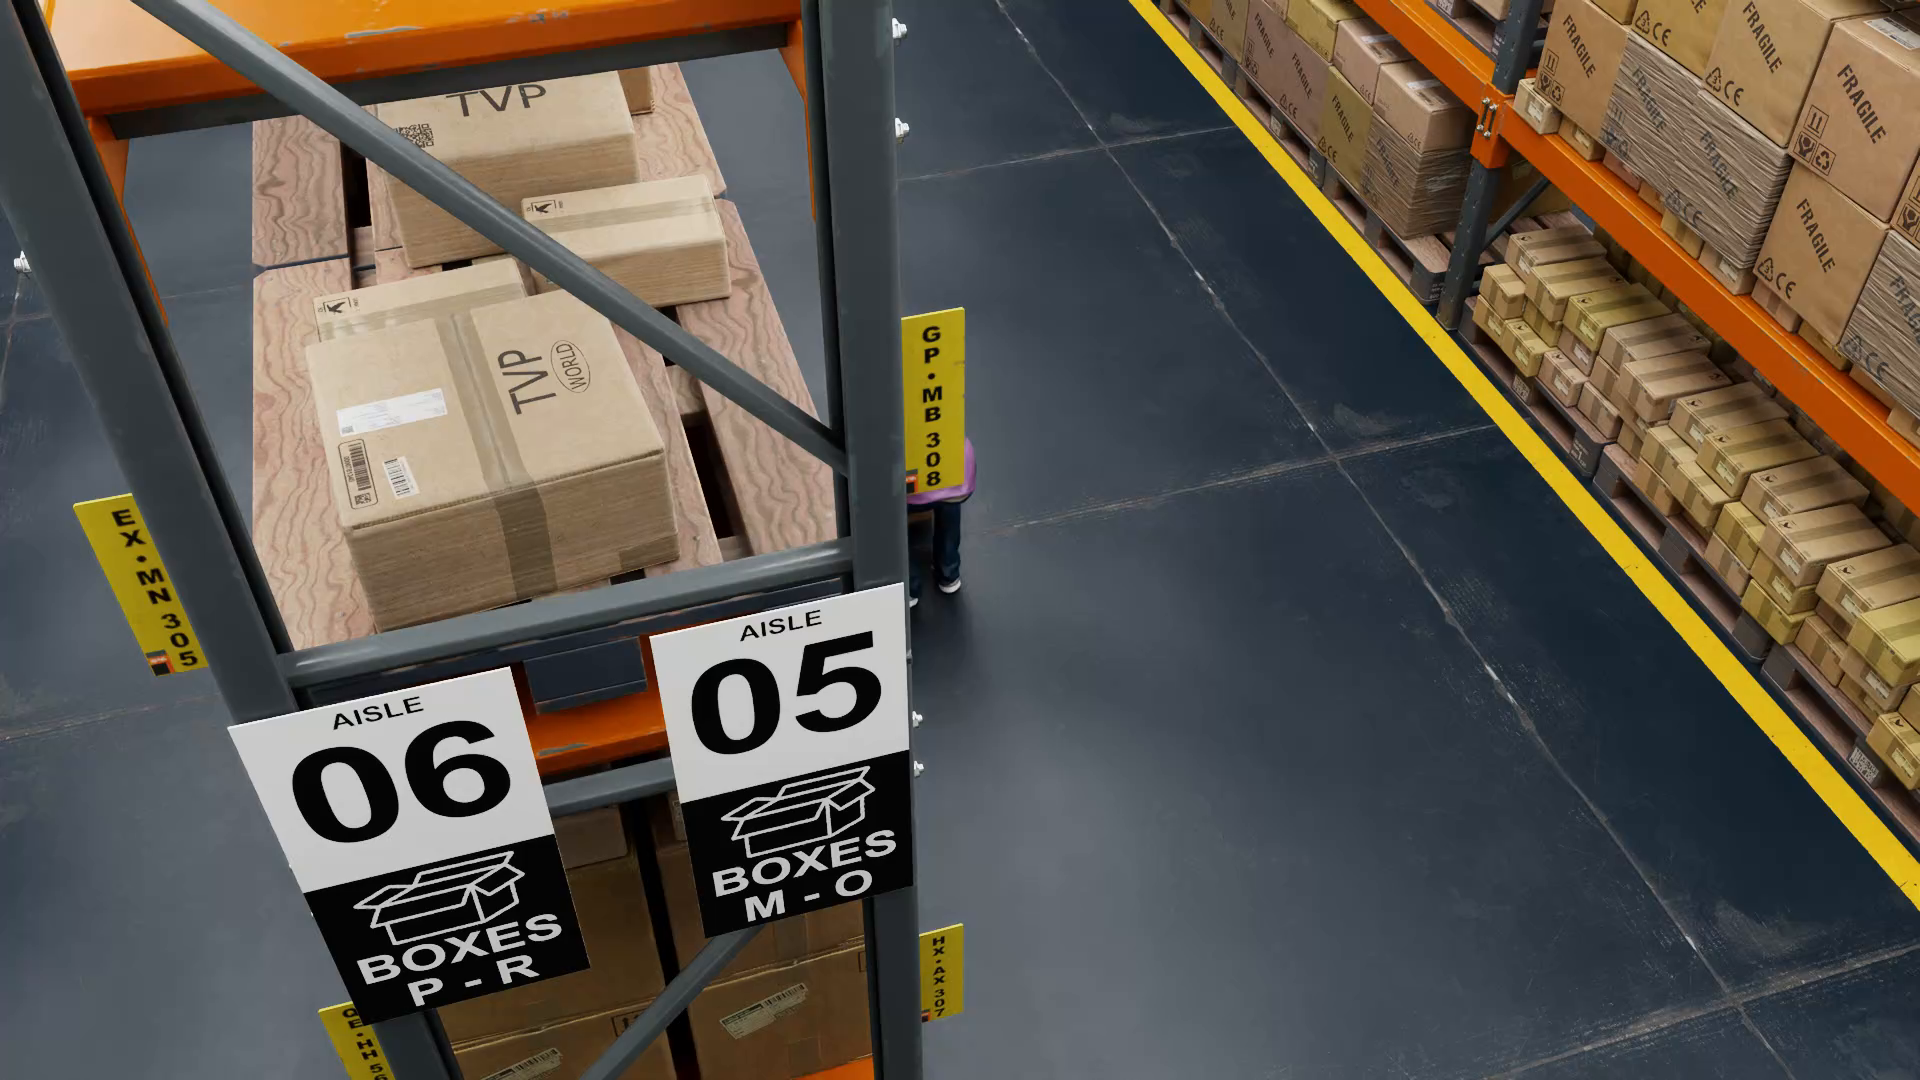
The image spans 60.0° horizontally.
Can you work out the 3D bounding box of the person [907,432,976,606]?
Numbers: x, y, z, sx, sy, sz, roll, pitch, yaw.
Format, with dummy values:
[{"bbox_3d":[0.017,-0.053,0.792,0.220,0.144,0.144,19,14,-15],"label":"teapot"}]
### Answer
[{"bbox_3d":[-0.203,-0.233,6.933,0.417,0.899,0.857,-14,45,-15],"label":"person"}]
